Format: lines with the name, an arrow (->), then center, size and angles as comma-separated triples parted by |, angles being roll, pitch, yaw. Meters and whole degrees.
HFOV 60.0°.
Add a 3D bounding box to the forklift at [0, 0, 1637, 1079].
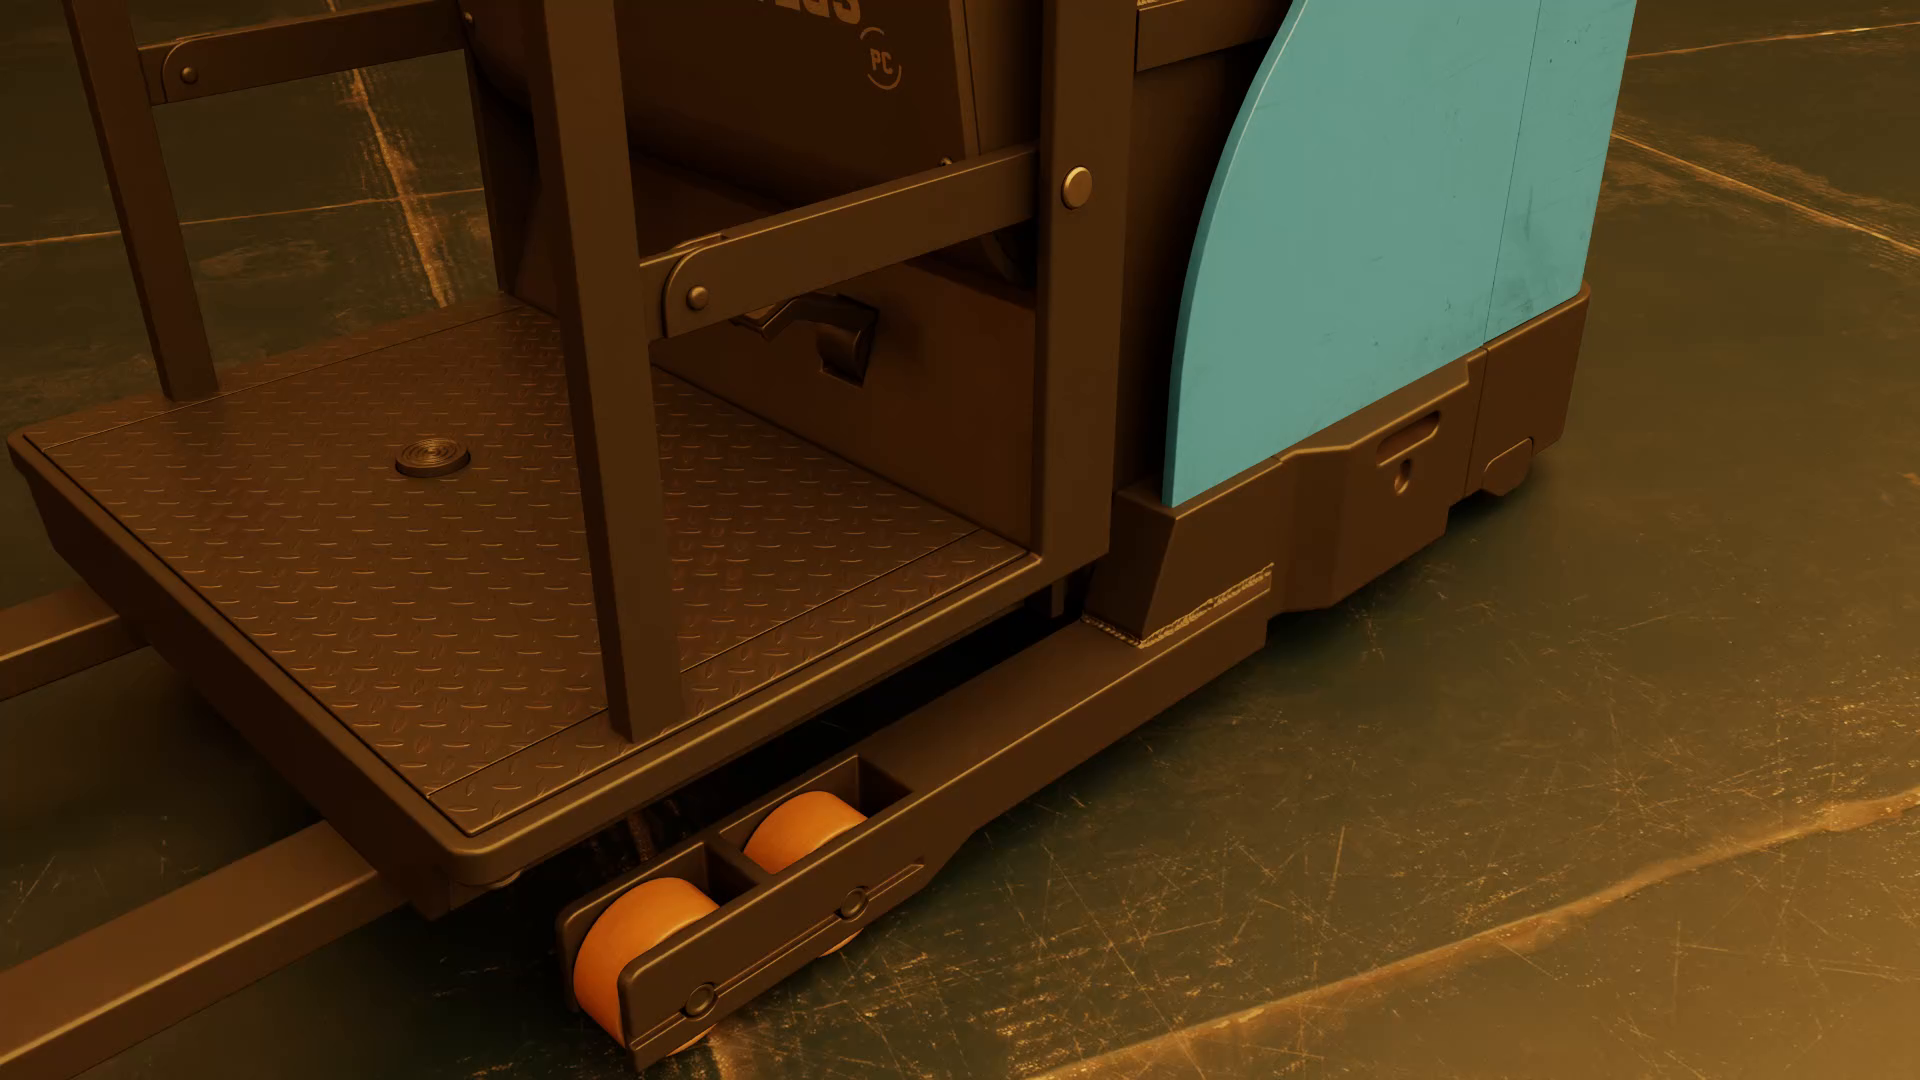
forklift -> -0.435, -1.063, 1.405 | 3.031, 2.935, 1.130 | -26, 39, -37
